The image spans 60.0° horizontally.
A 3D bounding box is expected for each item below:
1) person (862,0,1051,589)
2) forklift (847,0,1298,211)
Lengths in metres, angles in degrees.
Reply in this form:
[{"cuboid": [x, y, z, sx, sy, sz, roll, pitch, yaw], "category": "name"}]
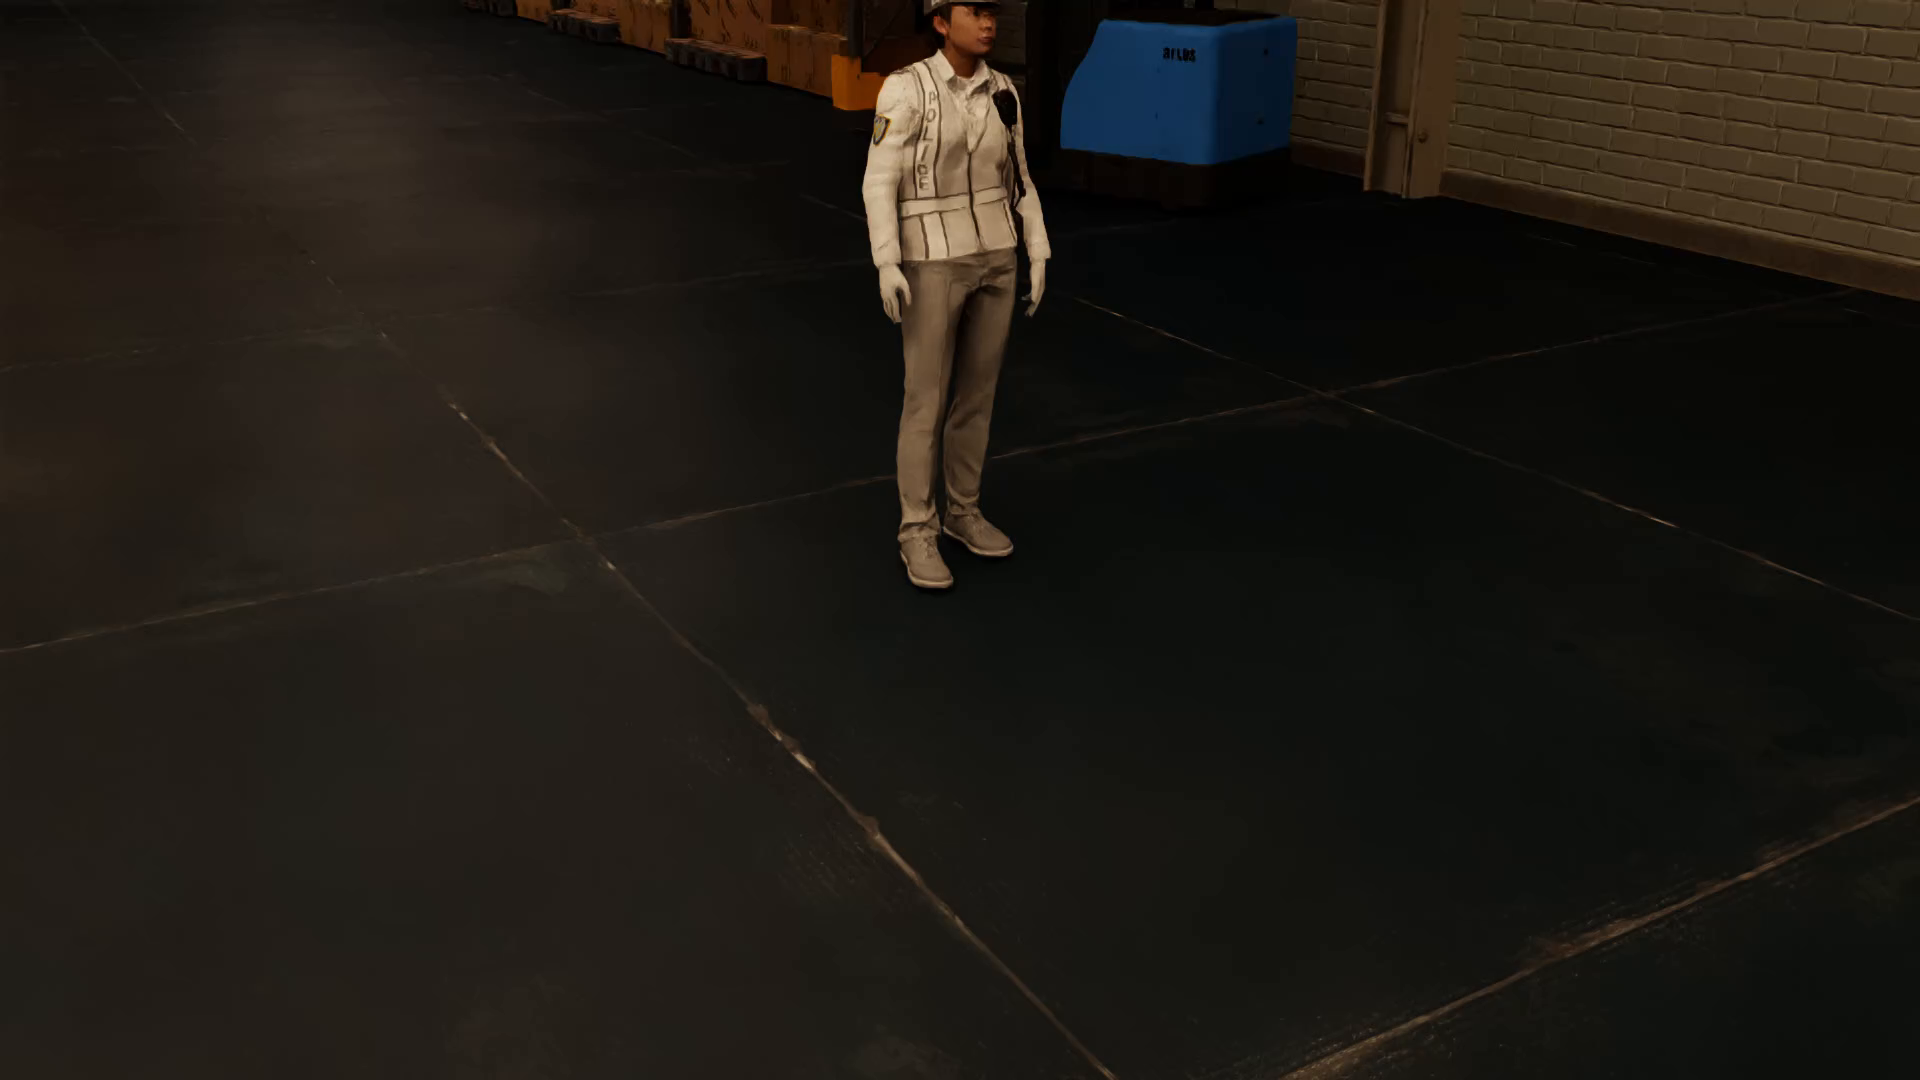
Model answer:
[{"cuboid": [0.028, -0.767, 4.753, 0.586, 1.695, 0.532, -12, 25, -28], "category": "person"}, {"cuboid": [0.591, -3.728, 10.358, 3.031, 2.935, 1.130, 18, 28, 36], "category": "forklift"}]
